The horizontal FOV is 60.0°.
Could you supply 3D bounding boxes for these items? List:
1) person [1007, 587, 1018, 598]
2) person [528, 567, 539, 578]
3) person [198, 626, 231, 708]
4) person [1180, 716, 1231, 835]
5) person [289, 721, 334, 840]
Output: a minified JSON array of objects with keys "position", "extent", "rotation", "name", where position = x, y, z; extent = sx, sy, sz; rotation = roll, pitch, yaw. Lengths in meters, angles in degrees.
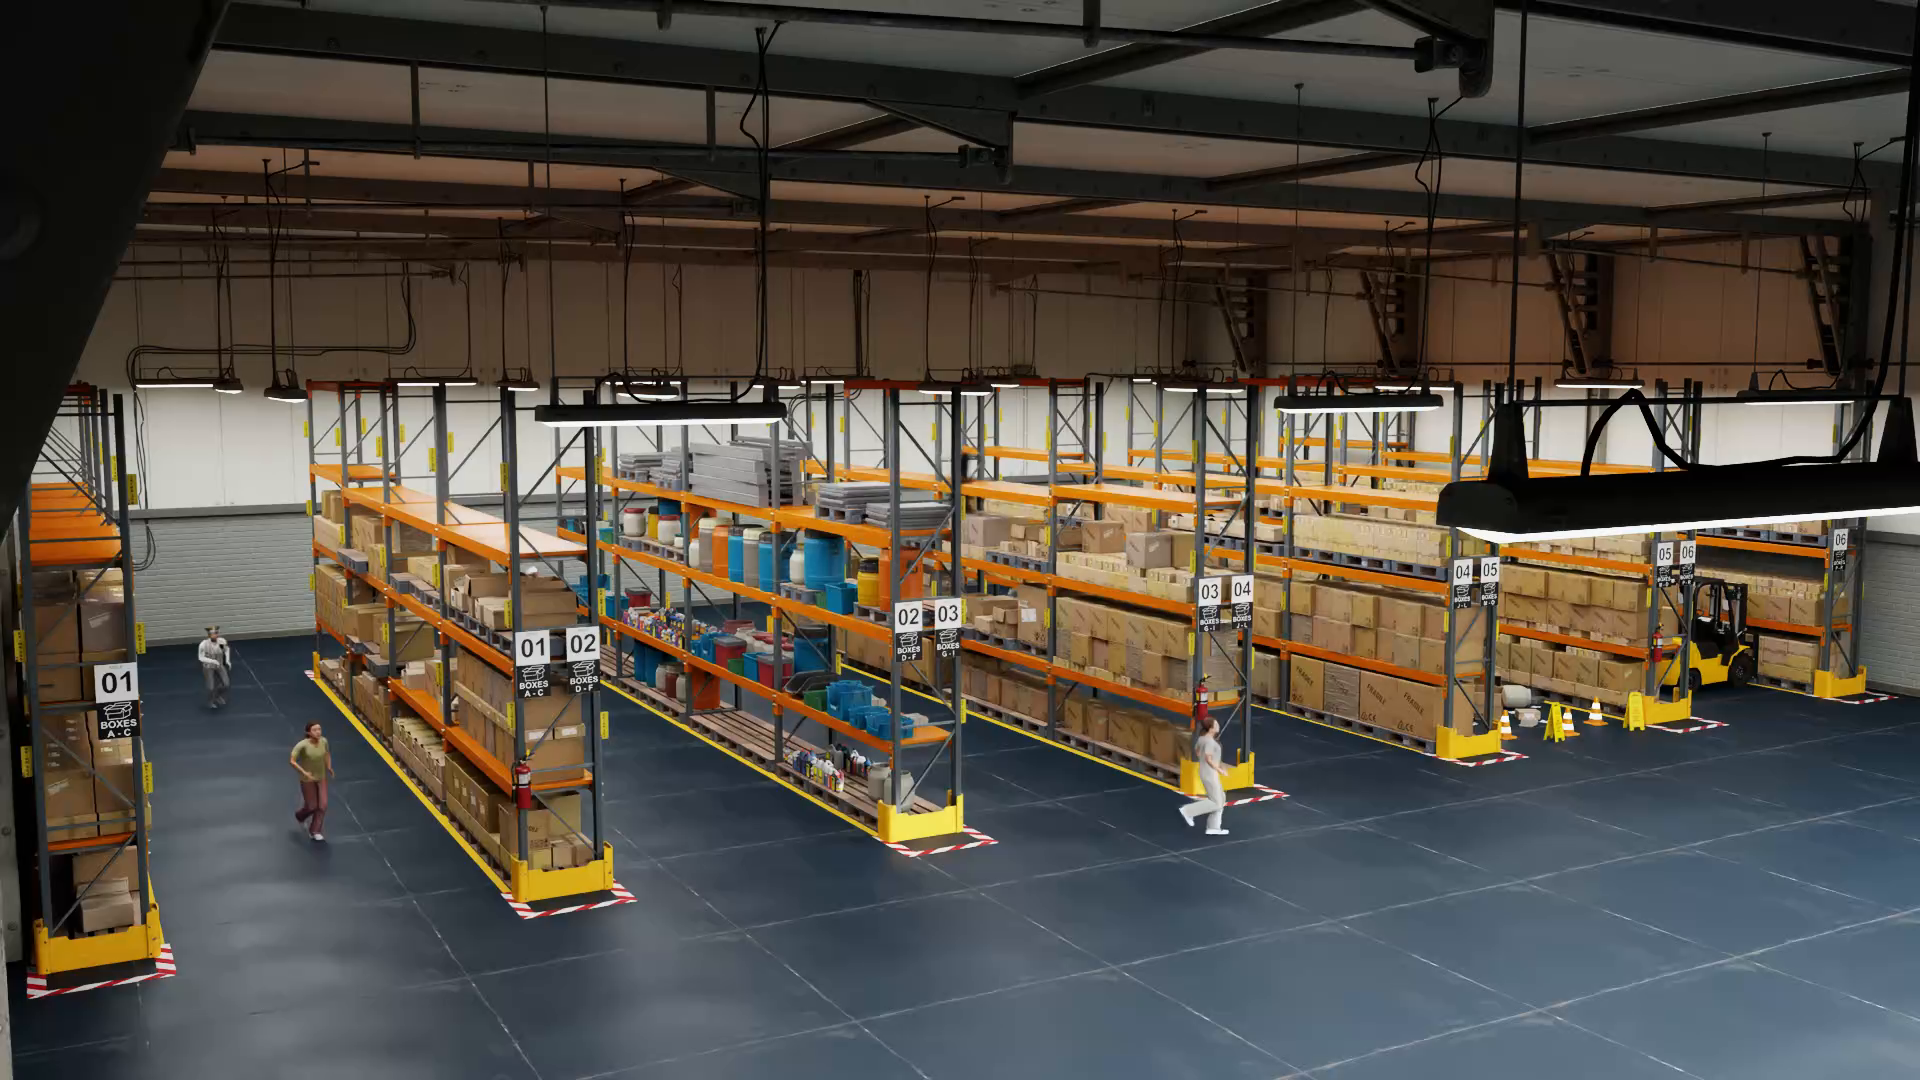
[{"position":[1.484,1.133,41.918],"extent":[0.986,1.534,0.590],"rotation":[0,6,3],"name":"person"},{"position":[-9.791,1.452,37.993],"extent":[0.551,1.689,0.761],"rotation":[-1,6,-11],"name":"person"},{"position":[-13.615,2.323,30.395],"extent":[0.608,1.576,0.746],"rotation":[-5,8,-41],"name":"person"},{"position":[3.270,3.165,22.297],"extent":[0.688,1.622,0.577],"rotation":[-1,6,-5],"name":"person"},{"position":[-8.680,3.182,22.203],"extent":[0.645,1.613,0.579],"rotation":[6,8,44],"name":"person"}]
